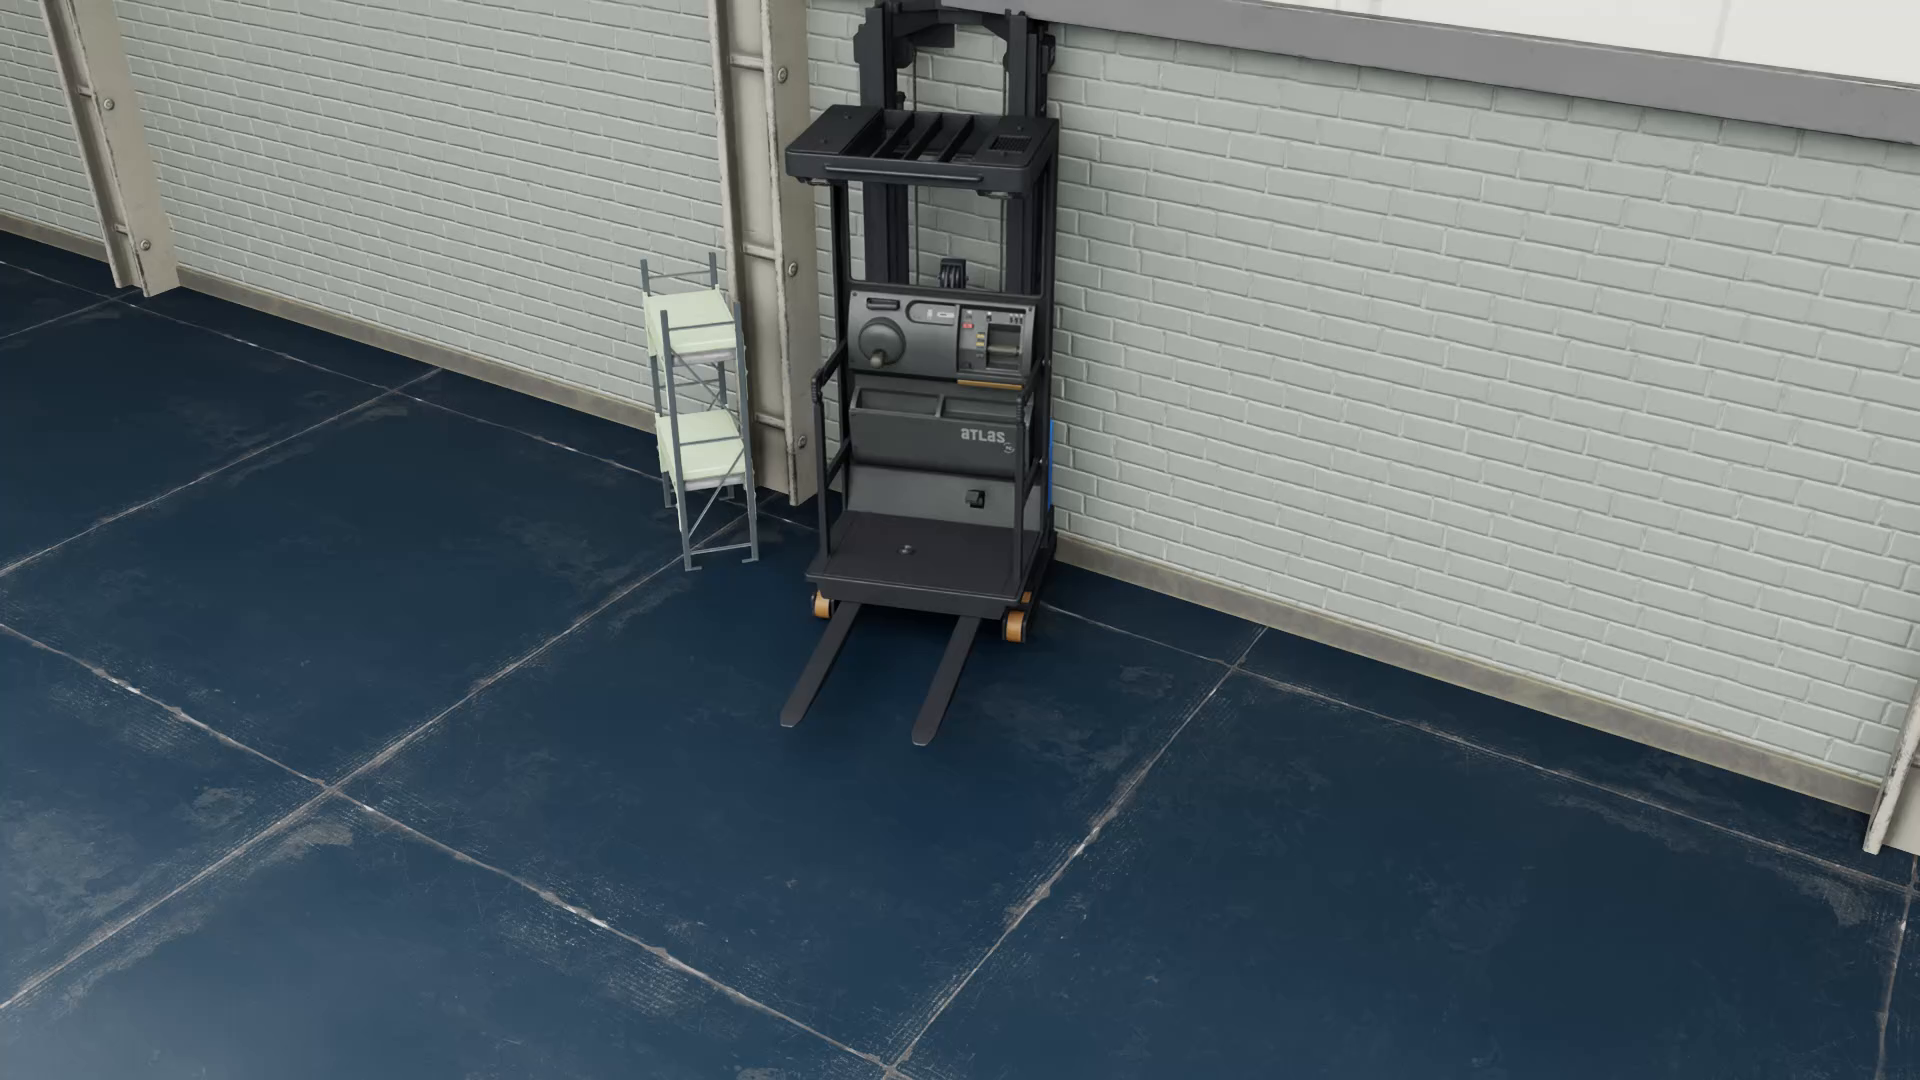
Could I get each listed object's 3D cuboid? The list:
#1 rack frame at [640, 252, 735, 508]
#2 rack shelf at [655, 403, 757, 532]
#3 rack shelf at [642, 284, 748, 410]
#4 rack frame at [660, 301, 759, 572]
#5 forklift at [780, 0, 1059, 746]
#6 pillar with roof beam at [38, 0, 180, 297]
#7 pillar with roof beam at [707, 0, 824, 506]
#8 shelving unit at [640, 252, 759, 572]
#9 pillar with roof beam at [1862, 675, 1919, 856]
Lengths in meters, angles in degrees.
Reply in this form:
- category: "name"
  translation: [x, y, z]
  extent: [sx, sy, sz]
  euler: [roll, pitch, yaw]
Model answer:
- category: "rack frame"
  translation: [-1.504, -0.864, 9.243]
  extent: [0.400, 1.500, 0.023]
  euler: [-9, 31, -15]
- category: "rack shelf"
  translation: [-1.397, -0.407, 9.105]
  extent: [0.431, 0.370, 0.720]
  euler: [-9, 31, -15]
- category: "rack shelf"
  translation: [-1.397, -1.025, 8.744]
  extent: [0.431, 0.370, 0.720]
  euler: [-9, 31, -15]
- category: "rack frame"
  translation: [-1.290, -0.512, 8.639]
  extent: [0.400, 1.500, 0.023]
  euler: [-9, 31, -15]
- category: "forklift"
  translation: [-0.139, -0.956, 7.981]
  extent: [1.130, 2.935, 3.031]
  euler: [6, 31, 11]
- category: "pillar with roof beam"
  translation: [-8.398, -3.969, 7.124]
  extent: [0.400, 9.000, 9.100]
  euler: [18, 35, 27]
- category: "pillar with roof beam"
  translation: [-3.316, -2.362, 4.369]
  extent: [0.400, 9.000, 9.100]
  euler: [18, 35, 27]
- category: "shelving unit"
  translation: [-1.397, -0.688, 8.941]
  extent: [0.431, 1.500, 0.755]
  euler: [-9, 31, -15]
- category: "pillar with roof beam"
  translation: [1.766, -0.755, 1.613]
  extent: [0.400, 9.000, 9.100]
  euler: [18, 35, 27]
